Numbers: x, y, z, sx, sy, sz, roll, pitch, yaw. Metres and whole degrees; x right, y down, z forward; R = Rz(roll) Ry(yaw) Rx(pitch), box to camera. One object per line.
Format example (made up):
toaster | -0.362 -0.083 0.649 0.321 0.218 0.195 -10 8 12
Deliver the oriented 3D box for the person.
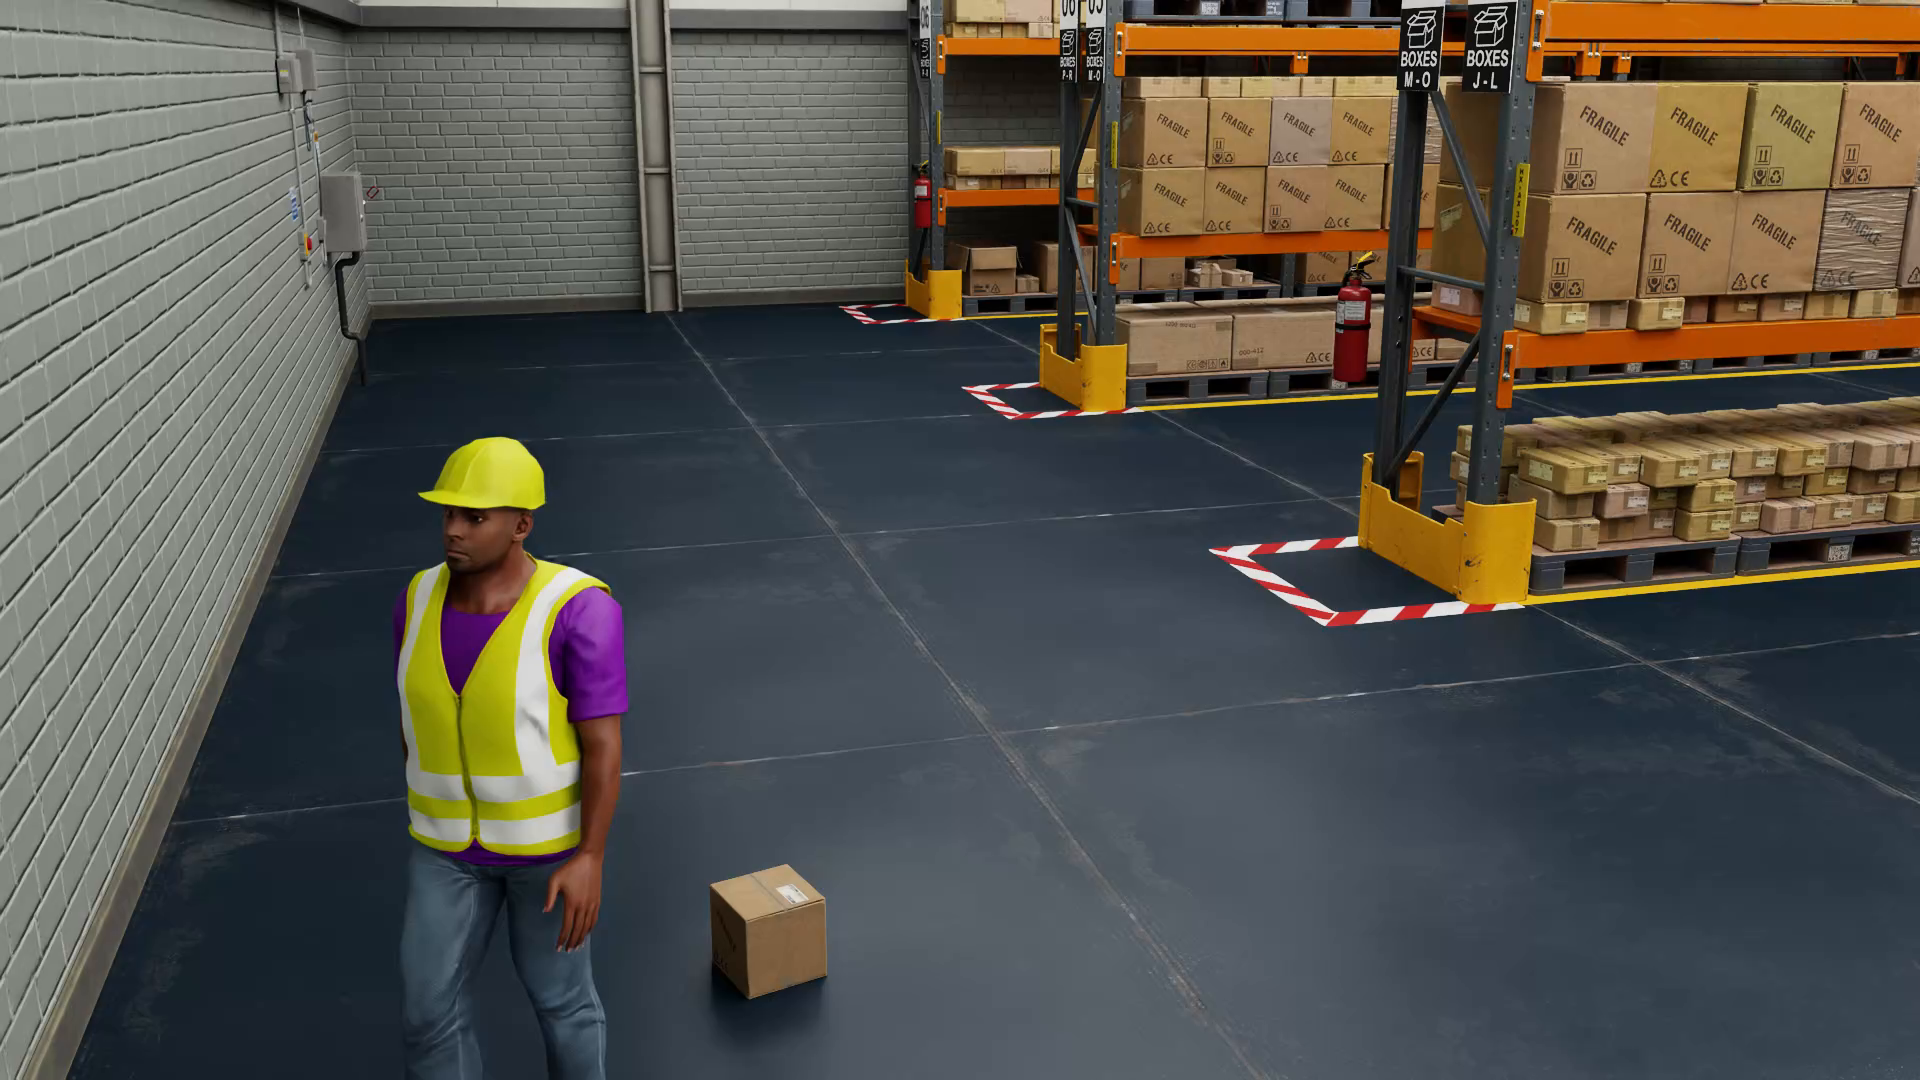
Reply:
person | -1.000 0.701 3.570 0.573 1.828 0.627 3 16 10
